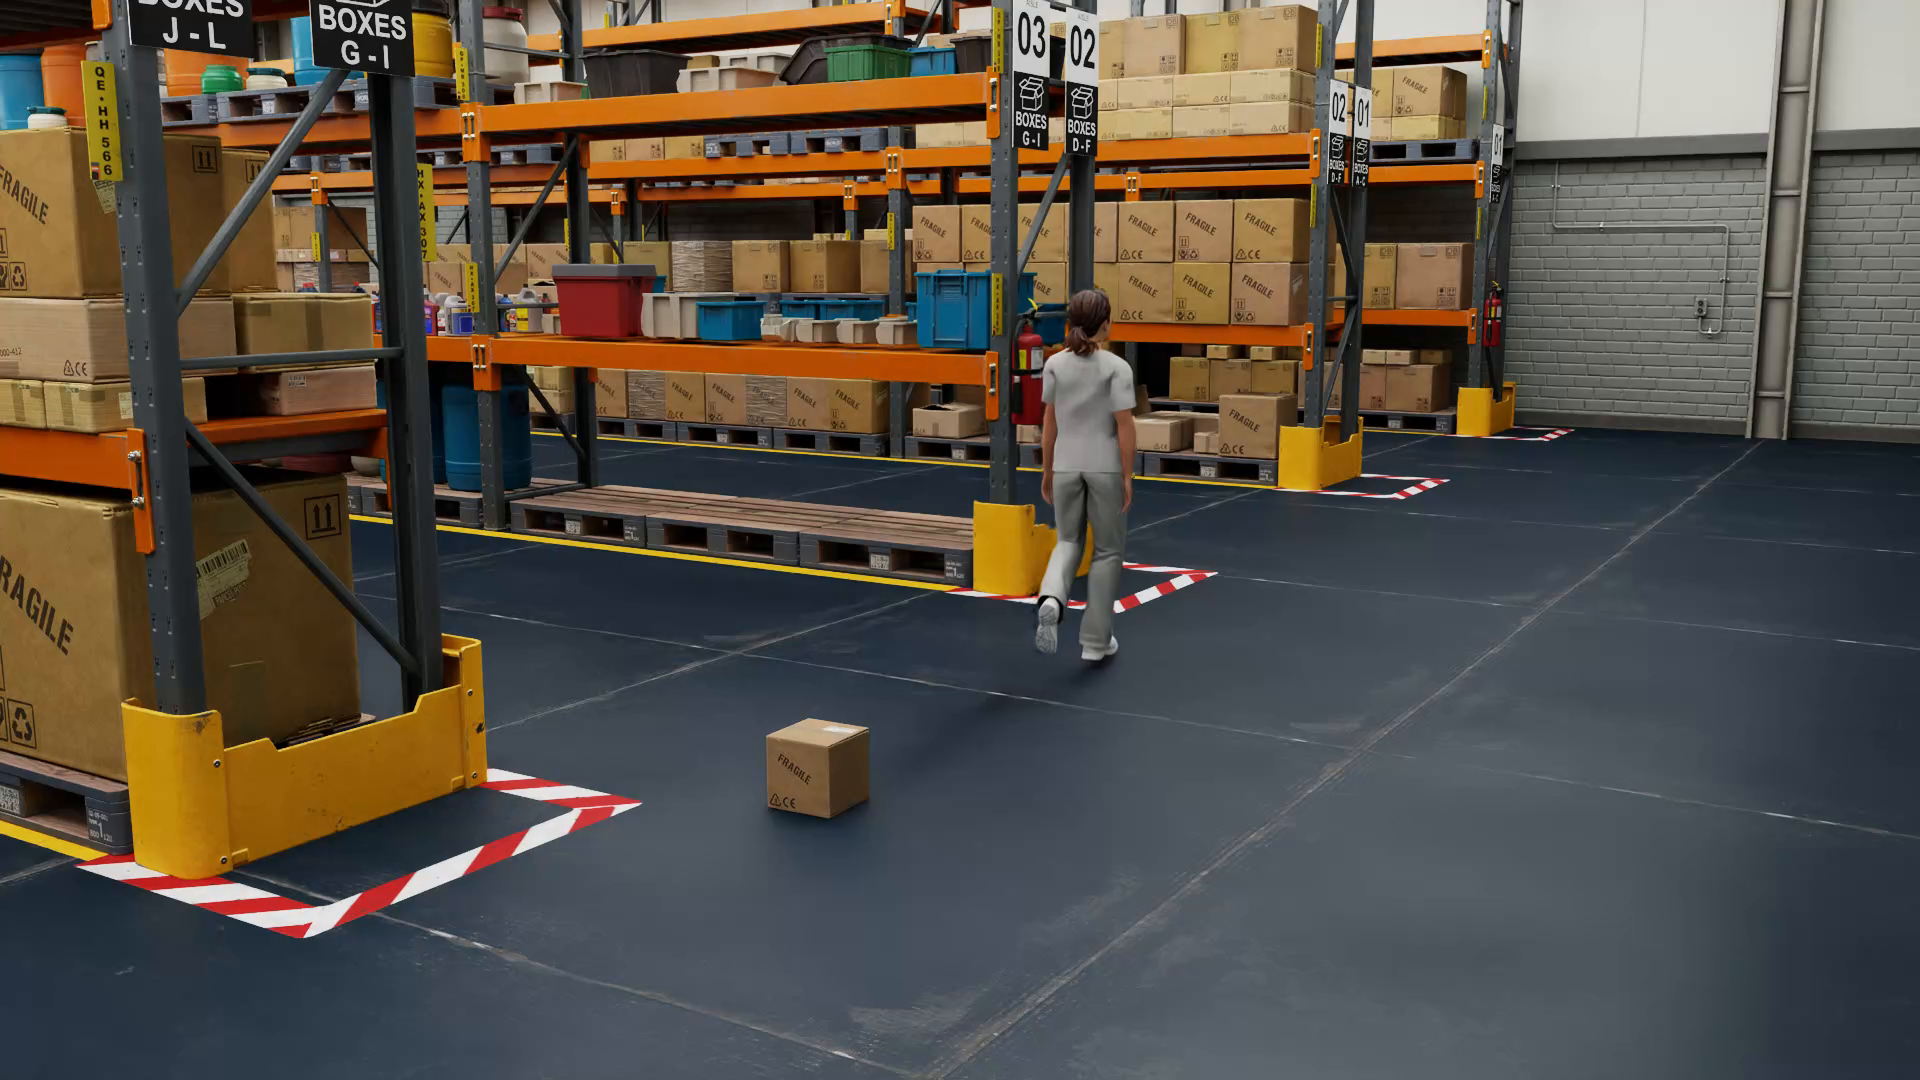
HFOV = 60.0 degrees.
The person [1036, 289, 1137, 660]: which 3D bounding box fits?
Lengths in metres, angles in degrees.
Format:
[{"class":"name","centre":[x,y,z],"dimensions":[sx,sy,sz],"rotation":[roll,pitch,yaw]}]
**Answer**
[{"class":"person","centre":[0.562,-0.274,7.377],"dimensions":[0.459,1.660,0.559],"rotation":[5,11,25]}]
